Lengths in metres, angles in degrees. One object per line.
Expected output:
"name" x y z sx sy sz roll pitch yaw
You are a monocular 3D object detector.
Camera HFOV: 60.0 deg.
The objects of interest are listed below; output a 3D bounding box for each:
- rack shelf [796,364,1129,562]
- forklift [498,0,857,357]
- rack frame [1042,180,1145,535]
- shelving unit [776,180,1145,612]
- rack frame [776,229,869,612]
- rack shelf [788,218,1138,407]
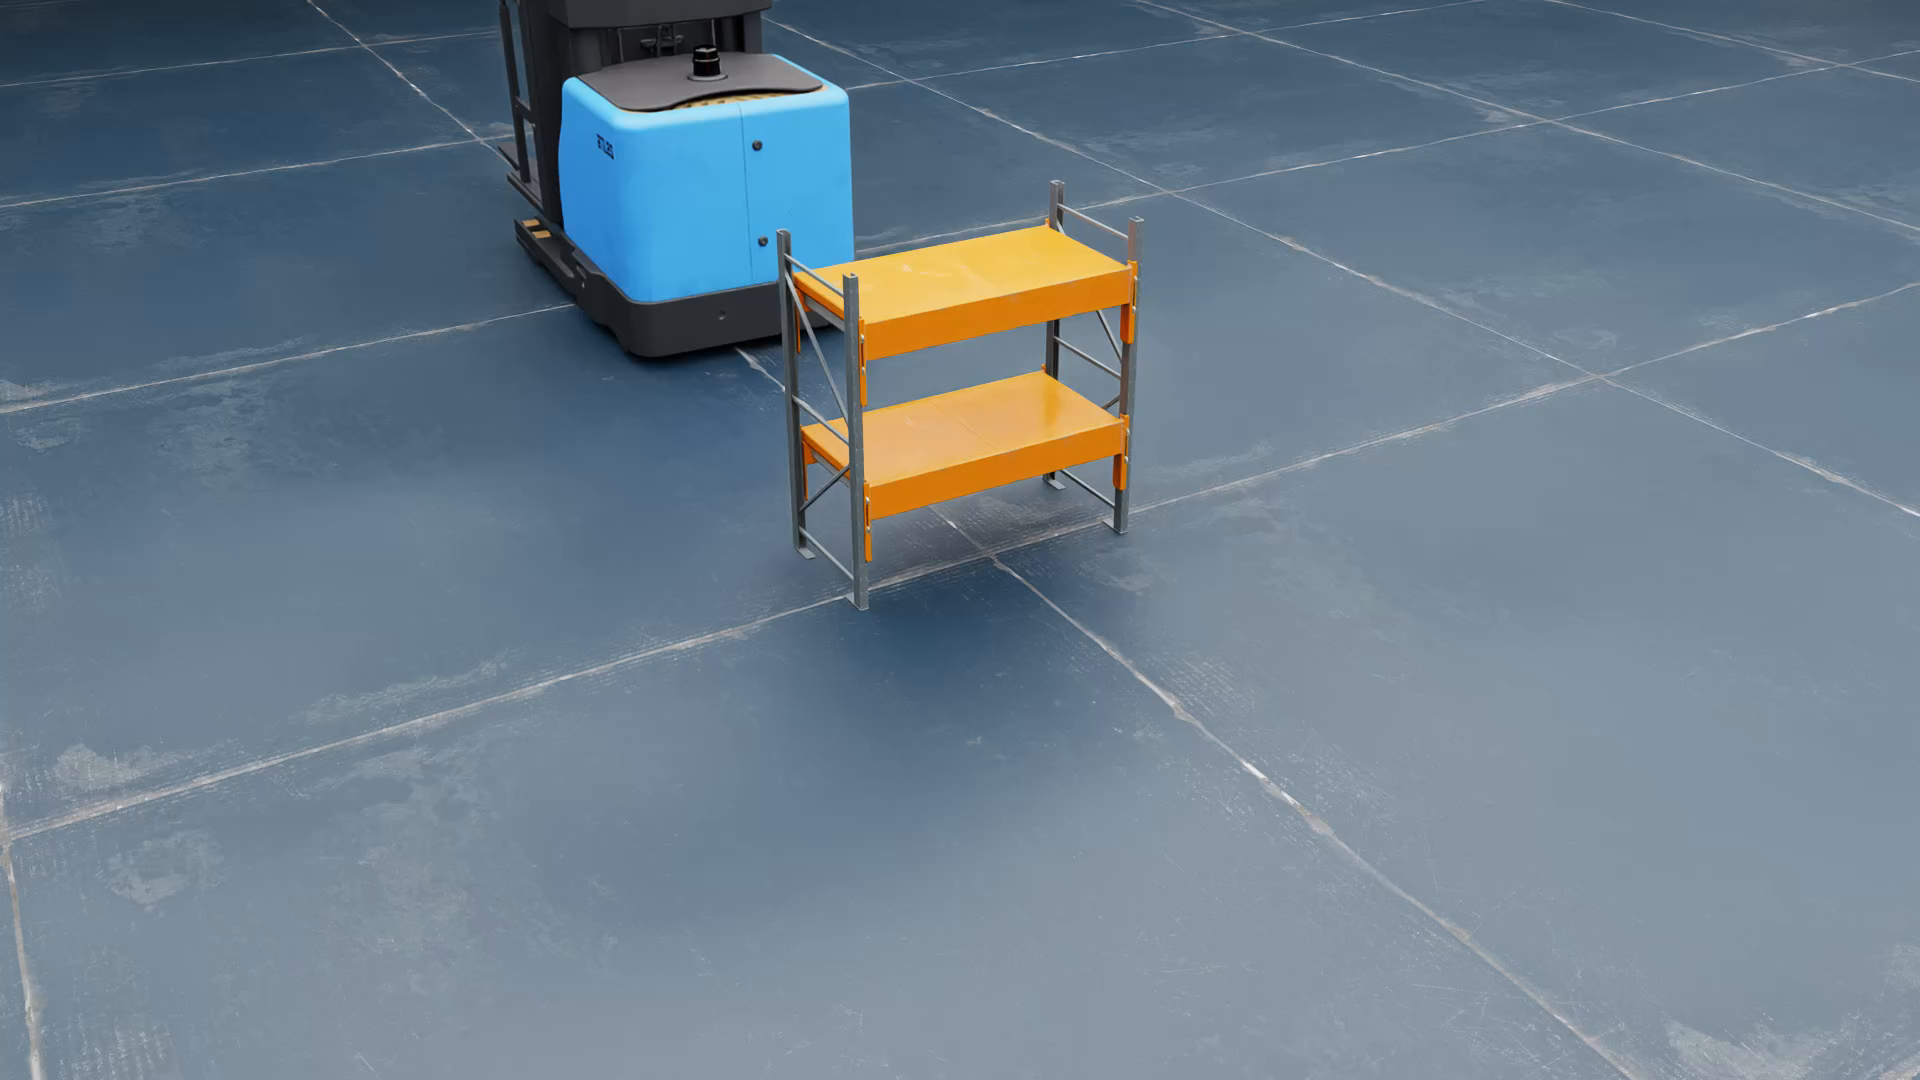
"rack shelf" 0.006 -0.280 5.599 1.000 0.278 0.538 -16 33 -26
"forklift" -1.581 -2.736 7.674 1.130 2.935 3.031 -14 32 -24
"rack frame" 0.444 -0.619 5.707 0.032 1.125 0.500 -16 33 -26
"shelving unit" 0.006 -0.494 5.481 1.048 1.125 0.538 -16 33 -26
"rack frame" -0.432 -0.370 5.256 0.032 1.125 0.500 -16 33 -26
"rack shelf" 0.006 -0.750 5.340 1.000 0.278 0.538 -16 33 -26
